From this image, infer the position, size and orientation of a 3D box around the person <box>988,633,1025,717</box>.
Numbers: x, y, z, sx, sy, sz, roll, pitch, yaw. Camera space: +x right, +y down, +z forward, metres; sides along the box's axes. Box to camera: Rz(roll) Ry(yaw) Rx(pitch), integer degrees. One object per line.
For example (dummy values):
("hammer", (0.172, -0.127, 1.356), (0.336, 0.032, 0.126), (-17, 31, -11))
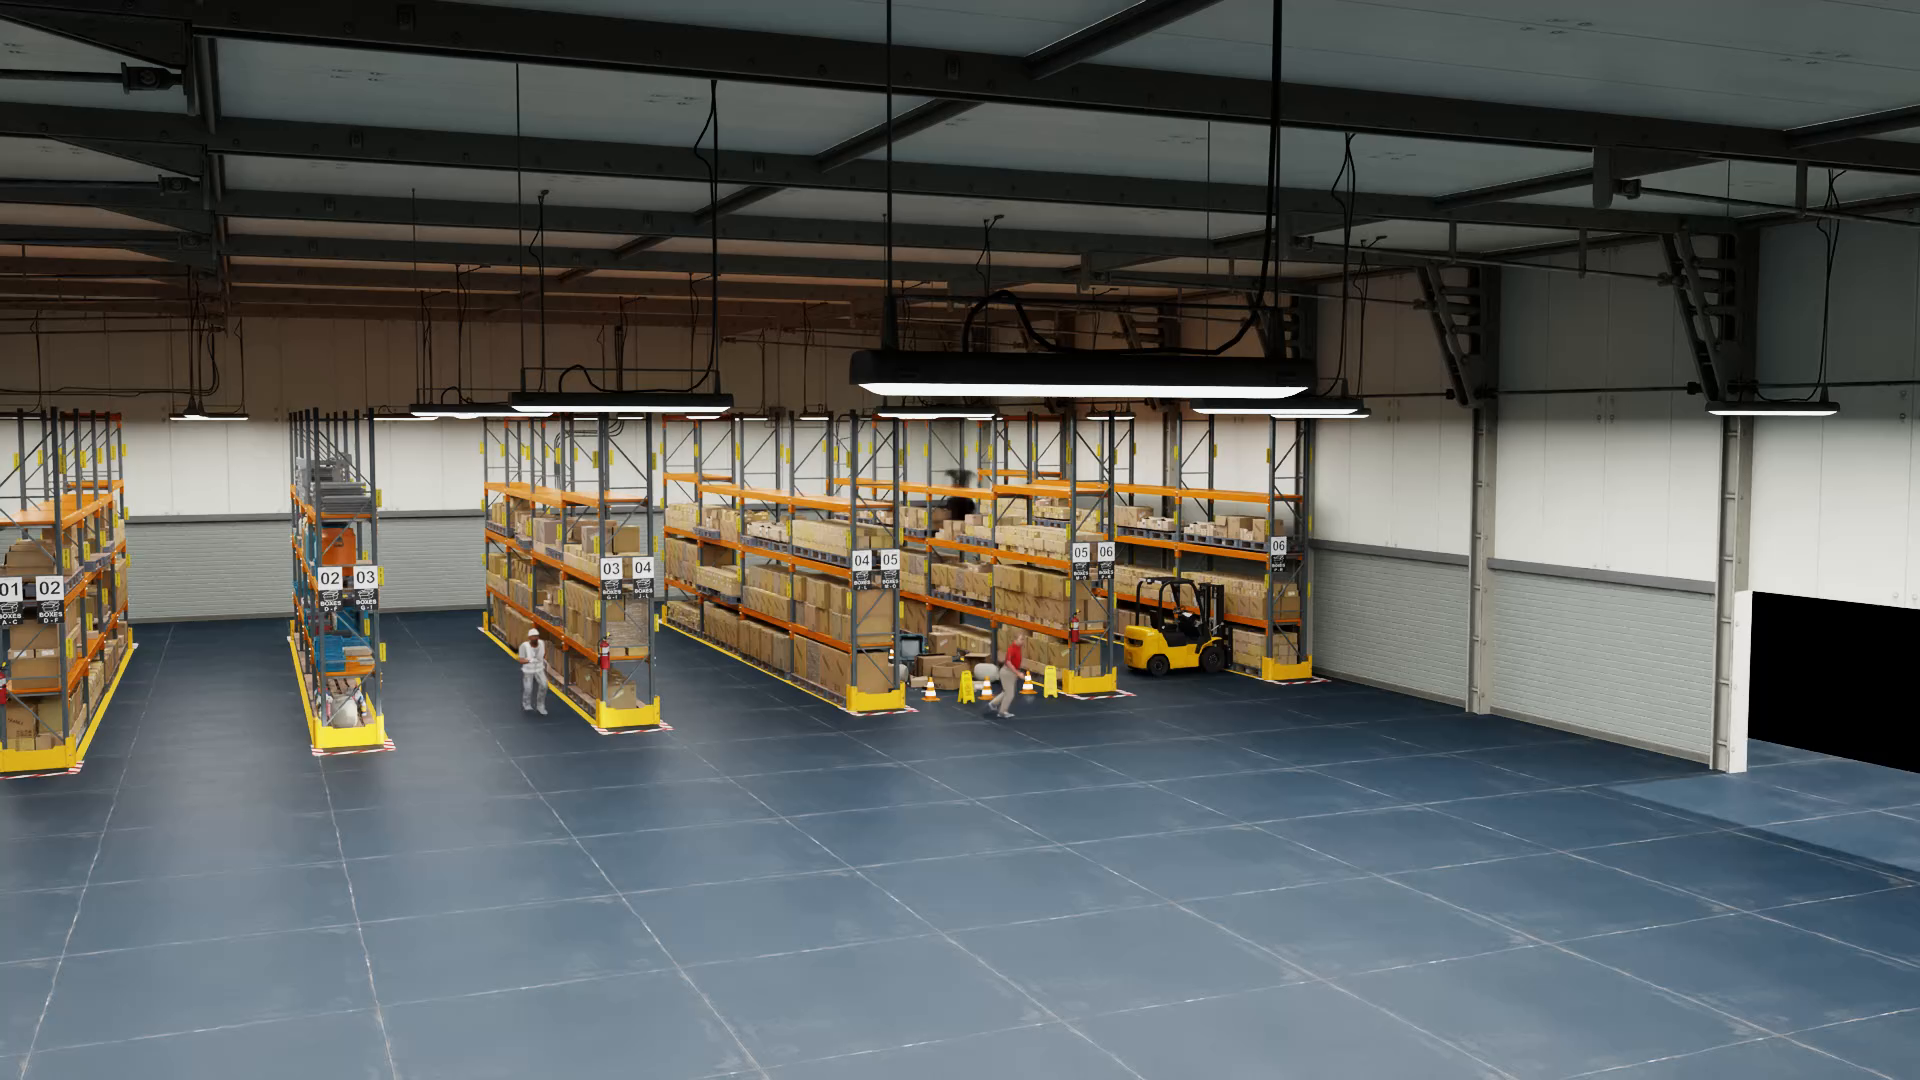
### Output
("person", (0.920, 2.626, 32.418), (0.779, 1.651, 0.646), (1, 4, 12))

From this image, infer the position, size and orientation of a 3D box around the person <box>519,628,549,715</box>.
("person", (-8.355, 2.573, 32.587), (0.634, 1.721, 0.951), (-2, 5, -28))
